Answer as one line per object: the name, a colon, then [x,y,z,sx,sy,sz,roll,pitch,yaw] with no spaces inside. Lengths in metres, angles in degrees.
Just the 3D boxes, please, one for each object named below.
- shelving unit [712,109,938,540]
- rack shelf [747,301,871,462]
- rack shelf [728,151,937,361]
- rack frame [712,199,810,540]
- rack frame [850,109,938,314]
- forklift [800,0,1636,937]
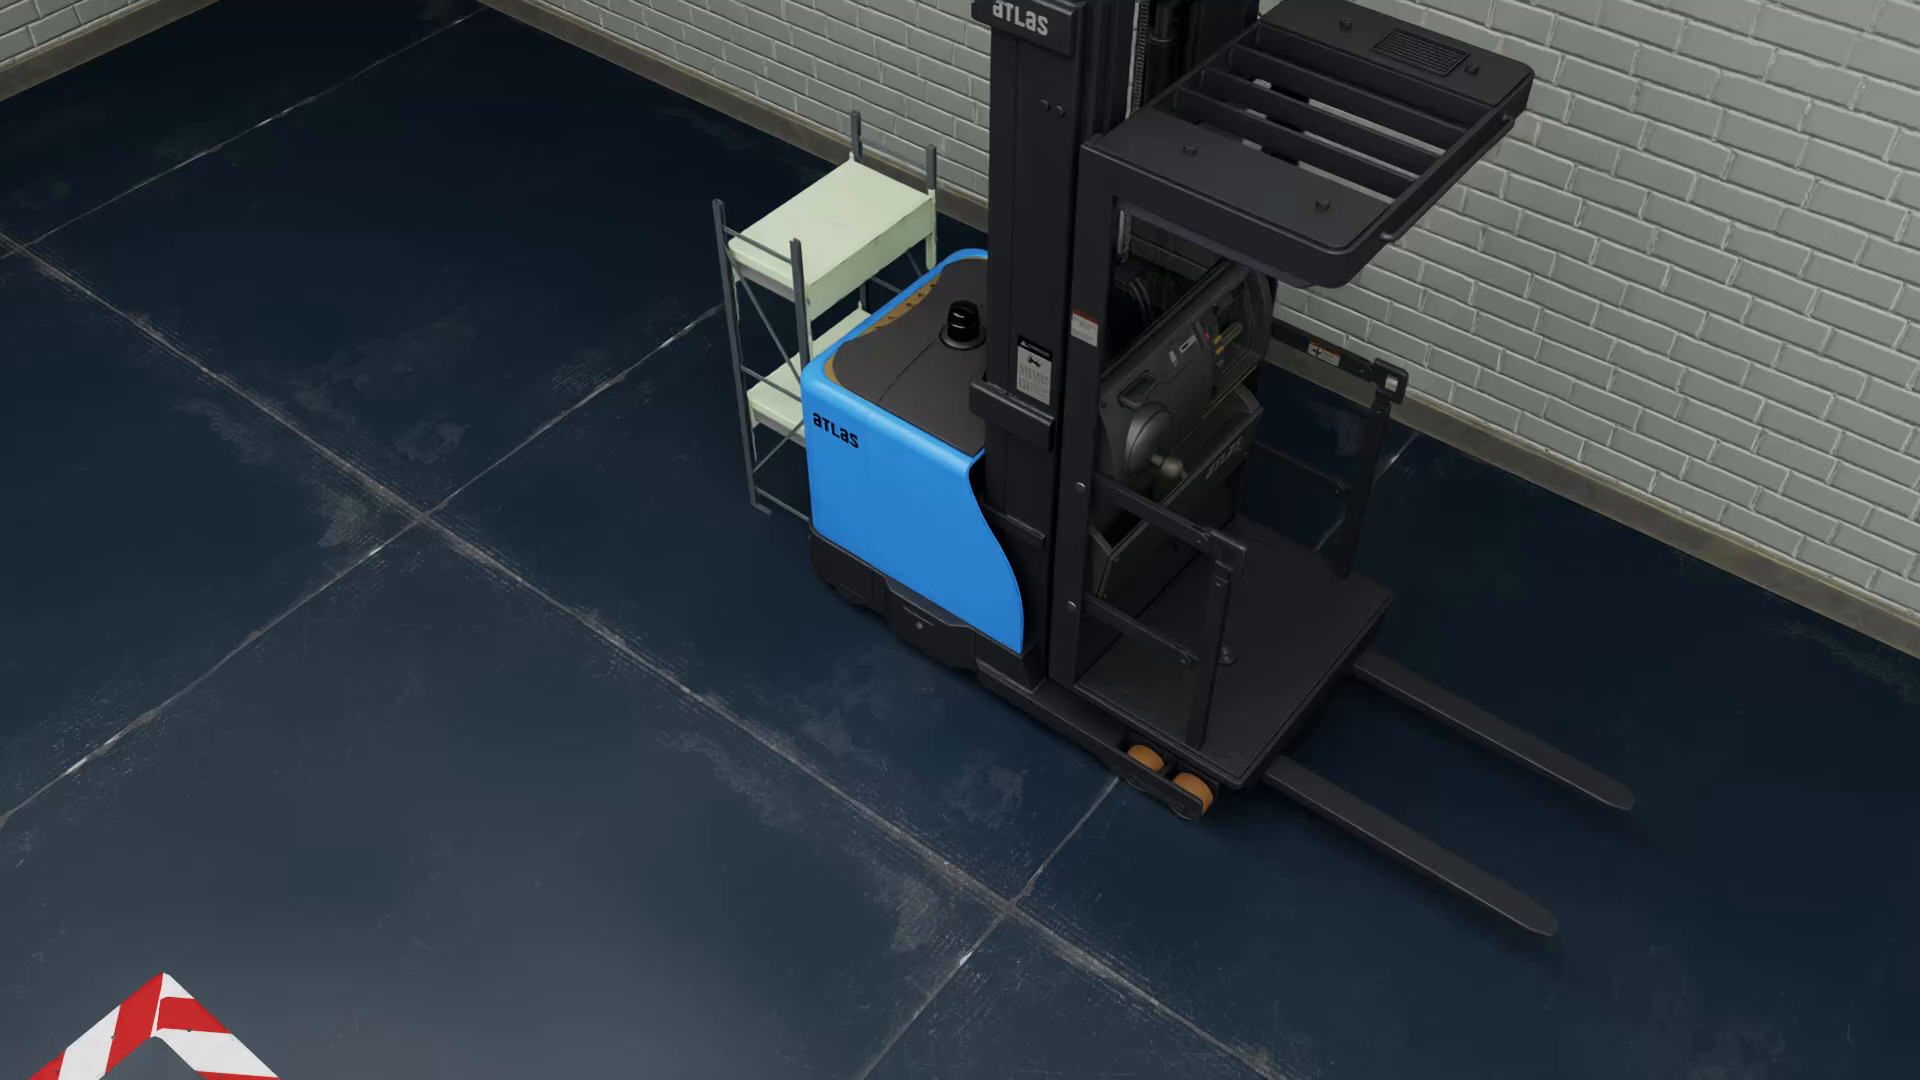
shelving unit: [-0.475,-0.788,6.466,0.431,1.500,0.755,30,53,25]
rack shelf: [-0.475,-0.563,6.701,0.431,0.370,0.720,30,53,25]
rack shelf: [-0.475,-1.058,6.183,0.431,0.370,0.720,30,53,25]
rack frame: [-0.703,-0.581,6.267,0.400,1.500,0.023,30,53,25]
rack frame: [-0.248,-0.995,6.664,0.400,1.500,0.023,30,53,25]
forklift: [0.887,-0.476,5.177,3.031,2.935,1.130,30,53,25]
